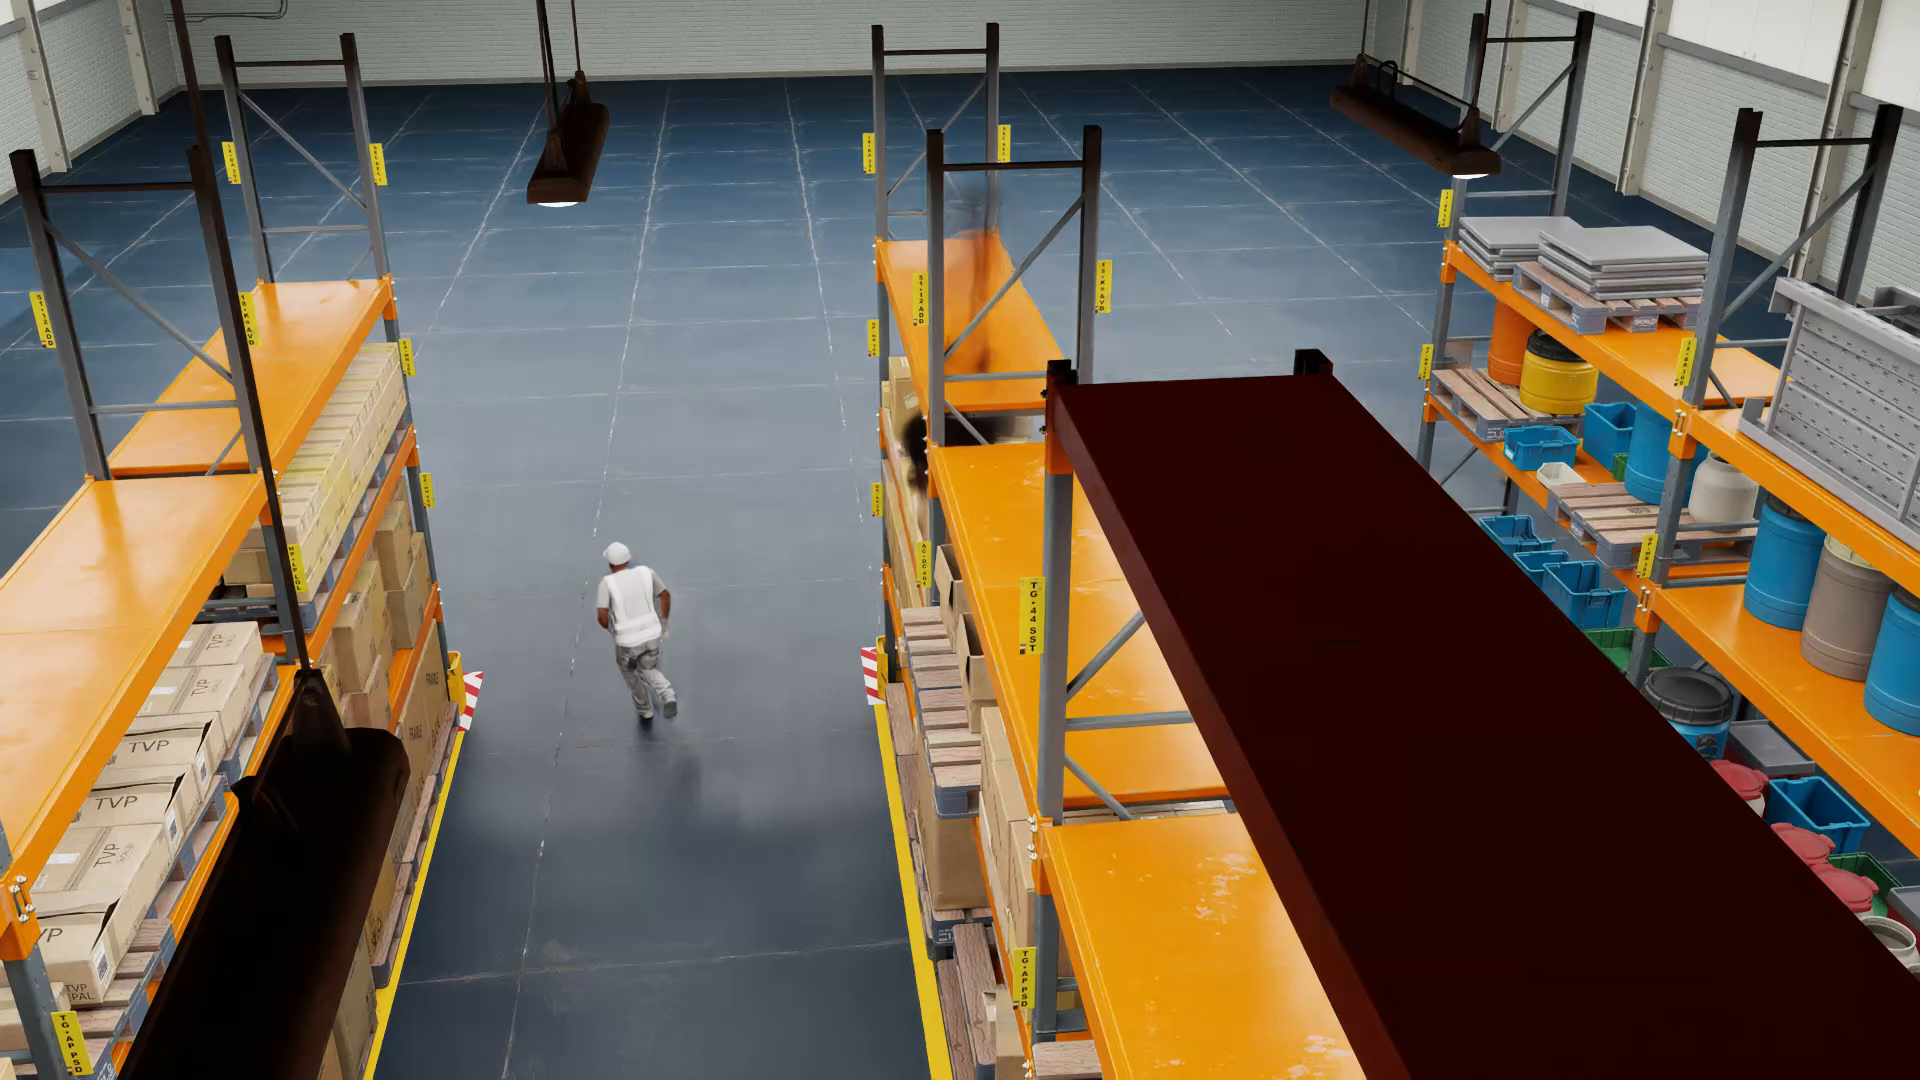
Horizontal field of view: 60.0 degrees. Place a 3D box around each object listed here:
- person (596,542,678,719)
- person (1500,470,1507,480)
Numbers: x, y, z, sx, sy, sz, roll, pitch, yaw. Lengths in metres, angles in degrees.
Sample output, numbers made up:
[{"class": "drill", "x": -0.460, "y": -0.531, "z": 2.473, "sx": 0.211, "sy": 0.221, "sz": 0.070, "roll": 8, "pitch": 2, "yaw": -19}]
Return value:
[{"class": "person", "x": -2.872, "y": 0.879, "z": 14.732, "sx": 0.681, "sy": 1.721, "sz": 0.745, "roll": -22, "pitch": 33, "yaw": -38}, {"class": "person", "x": 6.434, "y": -1.518, "z": 19.640, "sx": 0.738, "sy": 1.727, "sz": 0.708, "roll": 8, "pitch": 27, "yaw": 16}]
